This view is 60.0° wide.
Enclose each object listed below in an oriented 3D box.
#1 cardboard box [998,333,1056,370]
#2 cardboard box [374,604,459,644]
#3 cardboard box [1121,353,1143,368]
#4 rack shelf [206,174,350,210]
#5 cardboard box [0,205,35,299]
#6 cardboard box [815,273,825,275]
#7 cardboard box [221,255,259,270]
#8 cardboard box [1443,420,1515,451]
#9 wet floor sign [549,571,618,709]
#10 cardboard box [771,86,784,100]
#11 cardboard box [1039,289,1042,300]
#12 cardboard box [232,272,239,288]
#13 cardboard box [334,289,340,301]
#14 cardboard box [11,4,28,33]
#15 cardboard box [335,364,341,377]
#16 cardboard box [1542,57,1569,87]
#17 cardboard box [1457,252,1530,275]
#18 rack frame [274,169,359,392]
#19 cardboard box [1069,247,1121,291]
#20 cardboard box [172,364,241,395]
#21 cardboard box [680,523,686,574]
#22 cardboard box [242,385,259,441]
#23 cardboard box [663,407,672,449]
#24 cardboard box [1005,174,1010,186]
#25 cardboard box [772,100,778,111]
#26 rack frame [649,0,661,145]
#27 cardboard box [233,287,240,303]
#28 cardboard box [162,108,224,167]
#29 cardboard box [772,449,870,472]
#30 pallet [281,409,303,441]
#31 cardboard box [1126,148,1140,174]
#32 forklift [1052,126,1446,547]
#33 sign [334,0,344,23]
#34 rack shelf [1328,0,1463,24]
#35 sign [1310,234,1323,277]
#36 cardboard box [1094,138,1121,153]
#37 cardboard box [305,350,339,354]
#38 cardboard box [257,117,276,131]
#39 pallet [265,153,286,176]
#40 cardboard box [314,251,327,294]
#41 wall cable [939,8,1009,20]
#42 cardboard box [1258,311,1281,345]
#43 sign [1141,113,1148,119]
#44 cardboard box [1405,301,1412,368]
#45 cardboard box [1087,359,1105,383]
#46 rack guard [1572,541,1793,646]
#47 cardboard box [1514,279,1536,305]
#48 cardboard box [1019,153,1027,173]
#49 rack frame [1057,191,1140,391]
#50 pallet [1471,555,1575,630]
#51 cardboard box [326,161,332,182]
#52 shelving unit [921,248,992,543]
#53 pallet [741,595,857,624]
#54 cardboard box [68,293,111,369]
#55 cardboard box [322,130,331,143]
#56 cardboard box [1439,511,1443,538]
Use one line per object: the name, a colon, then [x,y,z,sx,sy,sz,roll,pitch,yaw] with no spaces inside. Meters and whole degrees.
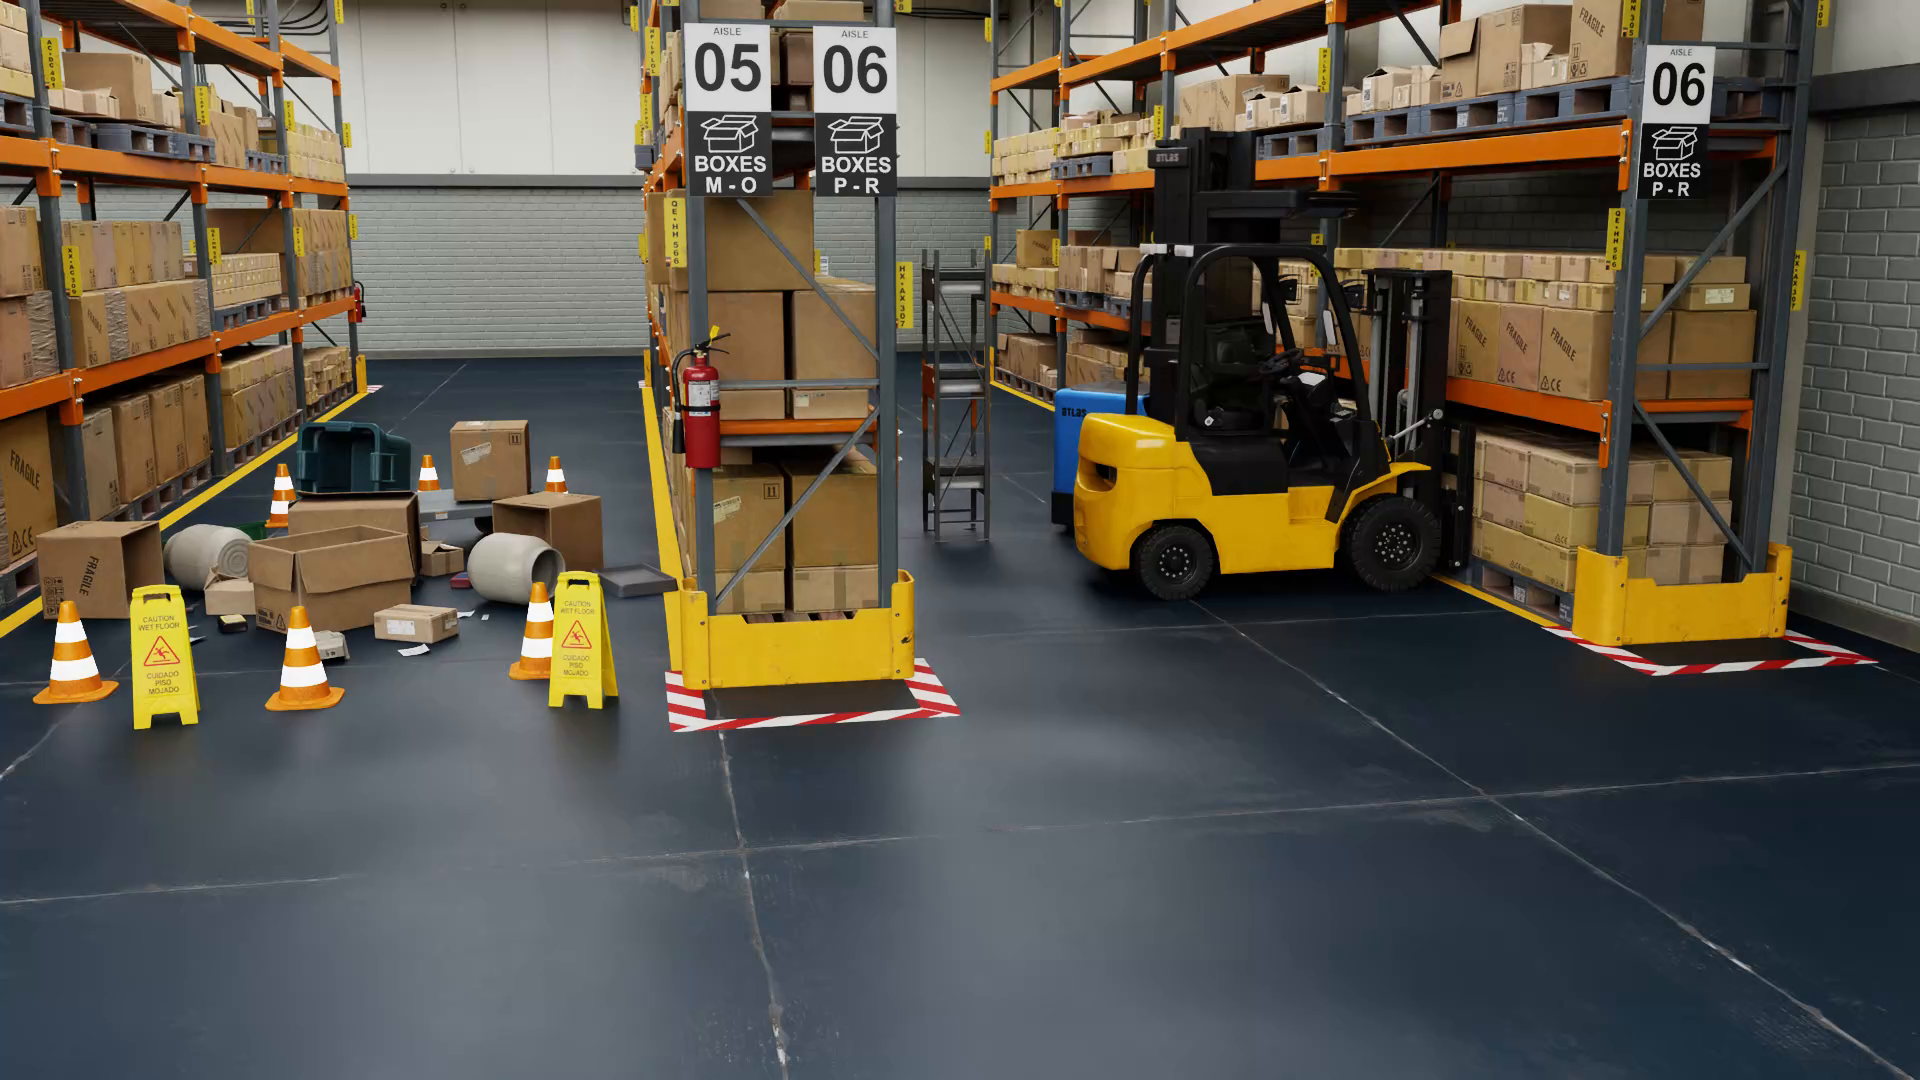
cardboard box: [0.968,-2.744,24.146,0.797,0.503,0.637,-3,11,-13]
cardboard box: [-3.051,0.469,9.332,0.380,0.149,0.250,4,11,18]
cardboard box: [2.006,-1.986,18.434,0.380,0.149,0.250,-2,11,-12]
rack shelf: [-8.373,-4.254,20.424,1.077,0.370,4.000,-2,11,-11]
cardboard box: [-6.169,-1.738,10.016,0.875,0.550,0.550,-2,11,-11]
cardboard box: [-1.155,-1.527,11.131,0.500,0.500,0.500,-2,11,-9]
cardboard box: [-7.518,-2.885,17.290,0.380,0.149,0.250,-2,11,-13]
cardboard box: [3.354,-0.644,11.115,0.500,0.250,0.500,-2,11,-12]
wet floor sign: [-1.827,0.466,8.022,0.267,0.644,0.232,2,11,9]
cardboard box: [-0.739,-2.505,8.918,0.500,0.250,0.500,-2,11,-12]
cardboard box: [1.239,-3.215,21.738,0.380,0.149,0.250,-2,11,-10]
cardboard box: [-7.310,-2.548,16.317,0.380,0.149,0.250,-2,11,-11]
cardboard box: [-8.274,-3.189,21.600,0.380,0.149,0.250,-2,11,-9]
cardboard box: [-6.045,-3.241,10.329,0.380,0.149,0.250,-2,11,-11]
cardboard box: [-8.164,-2.176,21.313,0.380,0.149,0.250,-2,11,-10]
cardboard box: [3.595,-2.692,9.576,0.380,0.149,0.250,-2,11,-13]
cardboard box: [3.473,-1.798,10.825,0.380,0.149,0.250,-2,11,-10]
rack frame: [-8.762,-3.500,22.564,1.000,3.000,0.127,-2,11,-11]
cardboard box: [1.695,-3.210,19.648,0.700,0.500,0.500,-2,11,-10]
cardboard box: [-7.103,-1.515,15.690,0.500,0.250,0.500,-3,11,-14]
cardboard box: [-1.436,0.051,10.139,0.500,0.250,0.500,-3,11,-13]
cardboard box: [-7.195,-1.242,16.264,0.500,0.500,0.500,-2,11,-10]
cardboard box: [-2.270,-1.043,15.558,0.950,0.372,0.625,-3,11,-15]
cardboard box: [0.833,-5.019,23.193,0.380,0.149,0.250,-2,11,-10]
cardboard box: [-0.845,-2.375,9.301,0.380,0.149,0.250,-2,11,-13]
rack frame: [-2.370,-5.179,15.337,1.000,3.000,0.127,-2,11,-11]
cardboard box: [-7.308,-2.402,16.343,0.380,0.149,0.250,-2,11,-9]
cardboard box: [-7.056,-3.670,15.166,0.500,0.500,0.500,-2,11,-11]
cardboard box: [-0.811,-0.246,9.693,0.500,0.500,0.500,-3,11,-13]
pallet: [-7.831,-1.254,18.220,1.003,0.211,1.213,-2,11,-11]
cardboard box: [2.061,-3.990,17.516,0.500,0.250,0.500,-2,11,-11]
forklift: [2.165,-1.404,11.734,3.031,2.935,1.130,8,14,37]
sign: [-8.214,-7.000,21.987,0.100,0.325,0.005,-2,11,-11]
rack shelf: [3.665,-3.709,10.612,1.077,0.370,4.000,-2,11,-11]
sign: [2.745,-2.187,12.782,0.100,0.325,0.005,-2,11,-11]
cardboard box: [1.712,-4.402,18.559,0.380,0.149,0.250,-2,11,-10]
cardboard box: [-8.255,-2.370,21.534,0.380,0.149,0.250,-3,11,-13]
cardboard box: [-7.803,-4.670,18.686,0.380,0.149,0.250,-2,11,-12]
pallet: [-7.969,-4.031,17.831,1.213,0.211,1.003,-2,11,-11]
cardboard box: [-7.999,-3.246,20.165,0.500,0.500,0.500,-2,11,-12]
wall cable: [1.100,-10.641,29.161,2.988,3.039,0.133,-2,11,-11]
cardboard box: [2.818,-1.780,13.929,0.500,0.250,0.500,-2,11,-11]
sign: [2.263,-5.088,20.449,0.100,0.325,0.005,-2,11,-11]
cardboard box: [3.323,-1.450,11.523,0.500,0.500,0.500,-2,11,-12]
cardboard box: [1.799,-1.839,19.397,0.500,0.500,0.500,-2,11,-13]
rack guard: [4.058,0.287,9.352,1.175,0.500,0.348,-2,11,-11]
cardboard box: [3.605,-1.508,10.095,0.380,0.149,0.250,-2,11,-11]
cardboard box: [1.090,-5.054,22.310,0.500,0.250,0.500,-2,11,-12]
rack frame: [1.720,-3.146,20.705,1.000,3.000,0.127,-2,11,-11]
pallet: [3.864,0.286,10.131,1.003,0.211,1.213,-2,11,-11]
cardboard box: [-8.225,-4.642,20.939,0.500,0.250,0.500,-2,11,-9]
shelving unit: [-0.032,-1.062,12.160,0.431,2.100,0.503,-2,11,-11]
pallet: [-0.953,0.441,9.313,1.003,0.211,1.213,-2,11,-11]
cardboard box: [-6.267,-1.455,11.550,0.500,0.500,0.500,-2,11,-10]
cardboard box: [-8.249,-5.151,21.212,0.380,0.149,0.250,-2,11,-10]
cardboard box: [3.353,-0.154,11.213,0.500,0.250,0.500,-2,11,-9]
